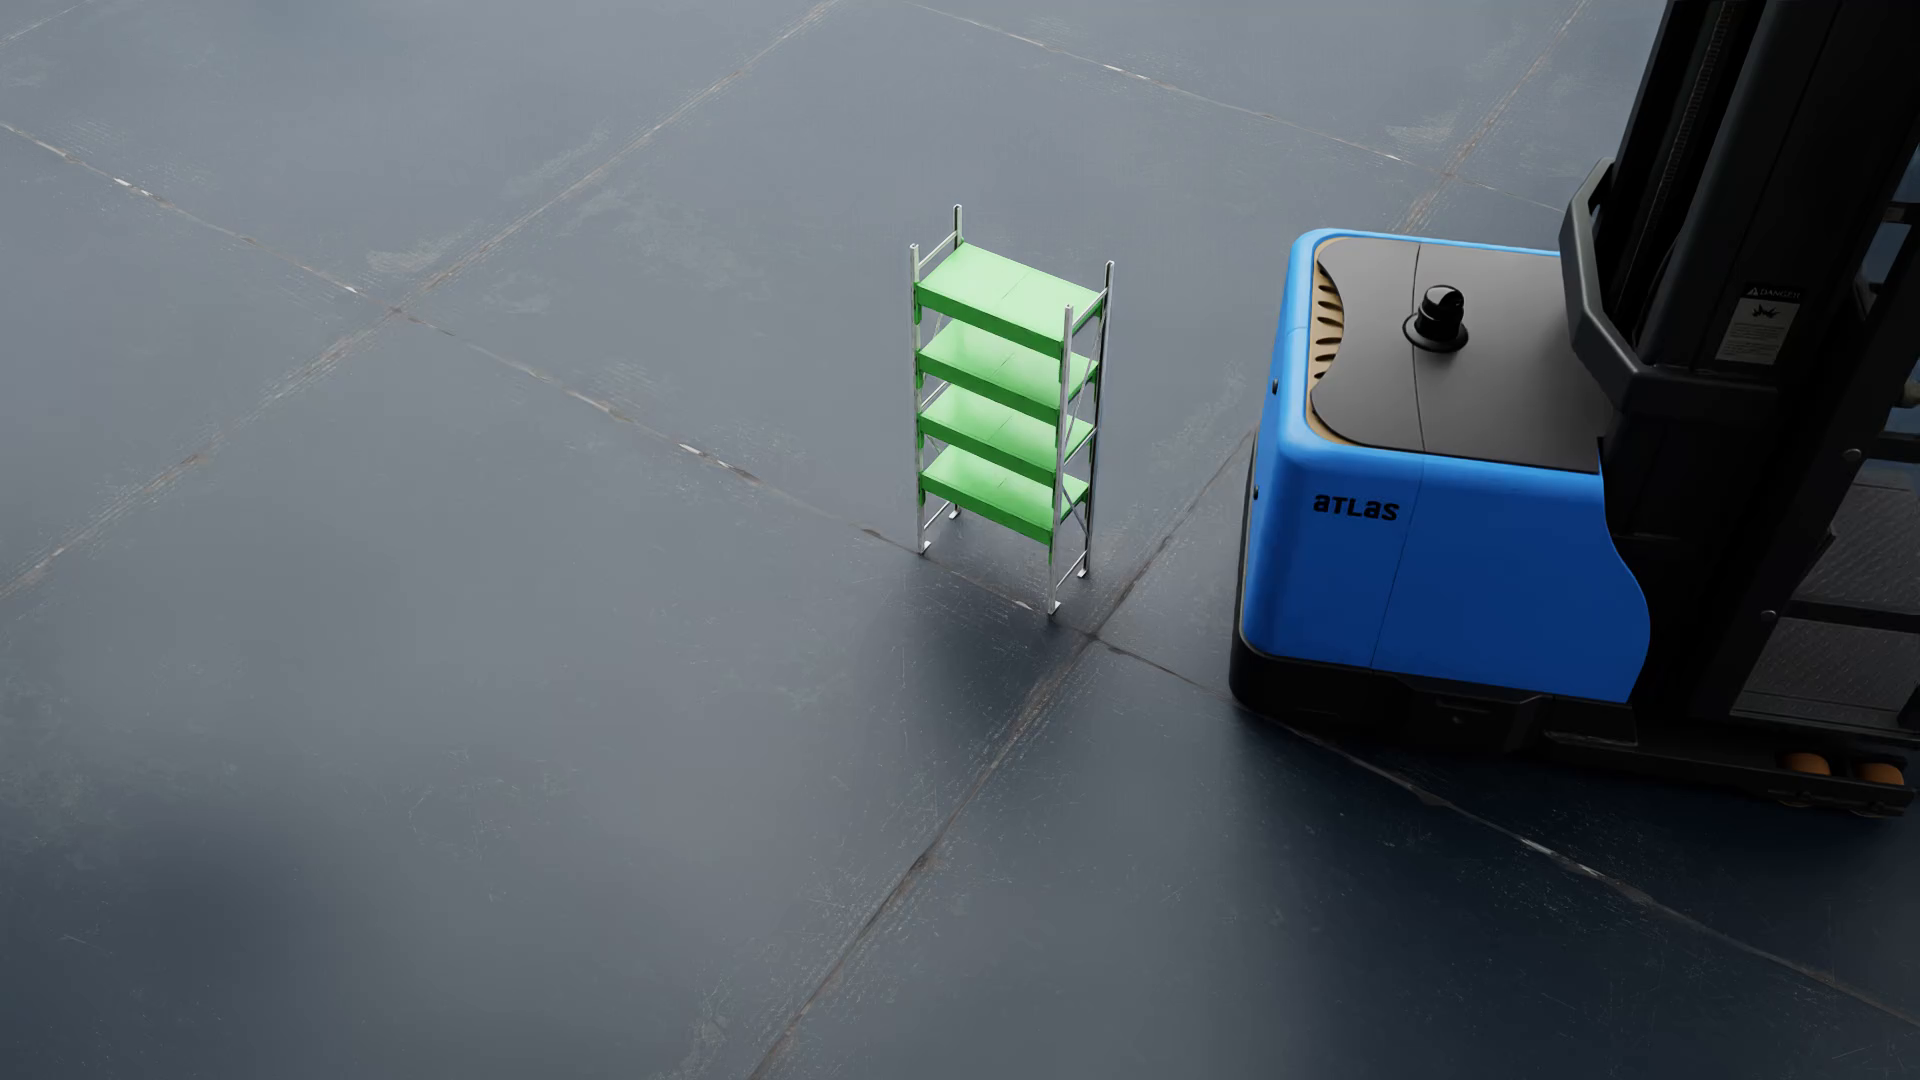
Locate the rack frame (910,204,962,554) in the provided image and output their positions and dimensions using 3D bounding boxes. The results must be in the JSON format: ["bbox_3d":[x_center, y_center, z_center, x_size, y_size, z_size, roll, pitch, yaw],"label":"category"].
[{"bbox_3d":[-0.066,-0.449,5.021,0.015,1.200,0.240,25,51,22],"label":"rack frame"}]

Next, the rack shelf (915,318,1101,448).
[{"bbox_3d":[0.139,-0.477,4.803,0.480,0.148,0.258,25,51,22],"label":"rack shelf"}]

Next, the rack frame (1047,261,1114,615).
[{"bbox_3d":[0.345,-0.260,4.837,0.015,1.200,0.240,25,51,22],"label":"rack frame"}]

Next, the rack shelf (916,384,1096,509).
[{"bbox_3d":[0.139,-0.310,4.975,0.480,0.148,0.258,25,51,22],"label":"rack shelf"}]

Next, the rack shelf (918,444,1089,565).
[{"bbox_3d":[0.139,-0.142,5.147,0.480,0.148,0.258,25,51,22],"label":"rack shelf"}]

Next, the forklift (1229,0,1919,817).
[{"bbox_3d":[2.361,-0.659,4.018,3.031,2.935,1.130,7,46,7],"label":"forklift"}]

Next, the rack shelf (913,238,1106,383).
[{"bbox_3d":[0.139,-0.644,4.630,0.480,0.148,0.258,25,51,22],"label":"rack shelf"}]

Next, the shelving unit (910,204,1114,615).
[{"bbox_3d":[0.139,-0.354,4.929,0.503,1.200,0.258,25,51,22],"label":"shelving unit"}]
